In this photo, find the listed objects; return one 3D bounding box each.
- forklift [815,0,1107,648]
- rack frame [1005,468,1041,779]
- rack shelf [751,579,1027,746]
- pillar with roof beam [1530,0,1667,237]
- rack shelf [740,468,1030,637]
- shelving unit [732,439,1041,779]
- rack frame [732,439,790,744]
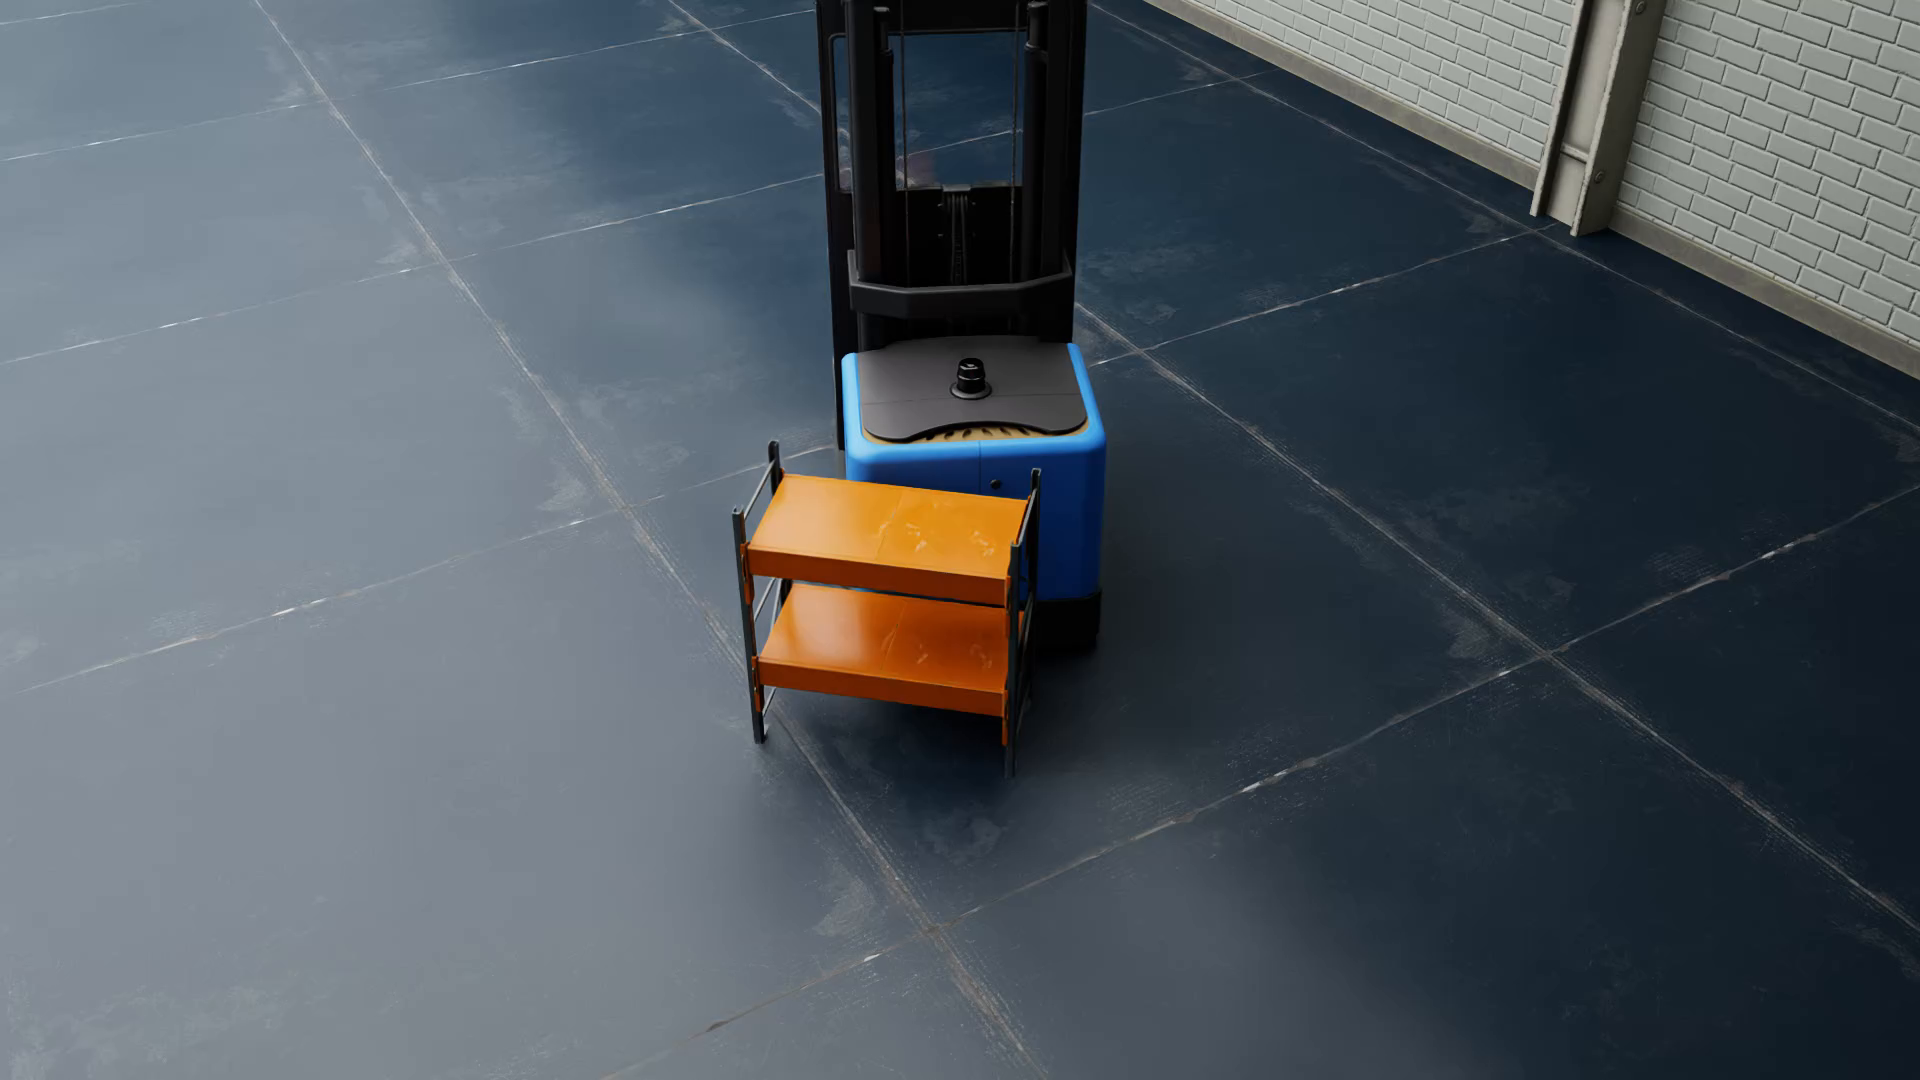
[{"bbox_3d":[-0.058,-1.552,7.390,1.130,2.935,3.031,-3,36,-4],"label":"forklift"},{"bbox_3d":[0.239,0.331,6.343,0.032,1.125,0.500,7,37,9],"label":"rack frame"},{"bbox_3d":[-0.259,0.471,6.567,1.000,0.278,0.538,7,37,9],"label":"rack shelf"},{"bbox_3d":[0.138,-4.386,6.126,9.100,9.000,0.400,-19,40,-24],"label":"pillar with roof beam"},{"bbox_3d":[-0.259,0.037,6.250,1.000,0.278,0.538,7,37,9],"label":"rack shelf"},{"bbox_3d":[-0.259,0.273,6.422,1.048,1.125,0.538,7,37,9],"label":"shelving unit"},{"bbox_3d":[-0.758,0.215,6.502,0.032,1.125,0.500,7,37,9],"label":"rack frame"}]
